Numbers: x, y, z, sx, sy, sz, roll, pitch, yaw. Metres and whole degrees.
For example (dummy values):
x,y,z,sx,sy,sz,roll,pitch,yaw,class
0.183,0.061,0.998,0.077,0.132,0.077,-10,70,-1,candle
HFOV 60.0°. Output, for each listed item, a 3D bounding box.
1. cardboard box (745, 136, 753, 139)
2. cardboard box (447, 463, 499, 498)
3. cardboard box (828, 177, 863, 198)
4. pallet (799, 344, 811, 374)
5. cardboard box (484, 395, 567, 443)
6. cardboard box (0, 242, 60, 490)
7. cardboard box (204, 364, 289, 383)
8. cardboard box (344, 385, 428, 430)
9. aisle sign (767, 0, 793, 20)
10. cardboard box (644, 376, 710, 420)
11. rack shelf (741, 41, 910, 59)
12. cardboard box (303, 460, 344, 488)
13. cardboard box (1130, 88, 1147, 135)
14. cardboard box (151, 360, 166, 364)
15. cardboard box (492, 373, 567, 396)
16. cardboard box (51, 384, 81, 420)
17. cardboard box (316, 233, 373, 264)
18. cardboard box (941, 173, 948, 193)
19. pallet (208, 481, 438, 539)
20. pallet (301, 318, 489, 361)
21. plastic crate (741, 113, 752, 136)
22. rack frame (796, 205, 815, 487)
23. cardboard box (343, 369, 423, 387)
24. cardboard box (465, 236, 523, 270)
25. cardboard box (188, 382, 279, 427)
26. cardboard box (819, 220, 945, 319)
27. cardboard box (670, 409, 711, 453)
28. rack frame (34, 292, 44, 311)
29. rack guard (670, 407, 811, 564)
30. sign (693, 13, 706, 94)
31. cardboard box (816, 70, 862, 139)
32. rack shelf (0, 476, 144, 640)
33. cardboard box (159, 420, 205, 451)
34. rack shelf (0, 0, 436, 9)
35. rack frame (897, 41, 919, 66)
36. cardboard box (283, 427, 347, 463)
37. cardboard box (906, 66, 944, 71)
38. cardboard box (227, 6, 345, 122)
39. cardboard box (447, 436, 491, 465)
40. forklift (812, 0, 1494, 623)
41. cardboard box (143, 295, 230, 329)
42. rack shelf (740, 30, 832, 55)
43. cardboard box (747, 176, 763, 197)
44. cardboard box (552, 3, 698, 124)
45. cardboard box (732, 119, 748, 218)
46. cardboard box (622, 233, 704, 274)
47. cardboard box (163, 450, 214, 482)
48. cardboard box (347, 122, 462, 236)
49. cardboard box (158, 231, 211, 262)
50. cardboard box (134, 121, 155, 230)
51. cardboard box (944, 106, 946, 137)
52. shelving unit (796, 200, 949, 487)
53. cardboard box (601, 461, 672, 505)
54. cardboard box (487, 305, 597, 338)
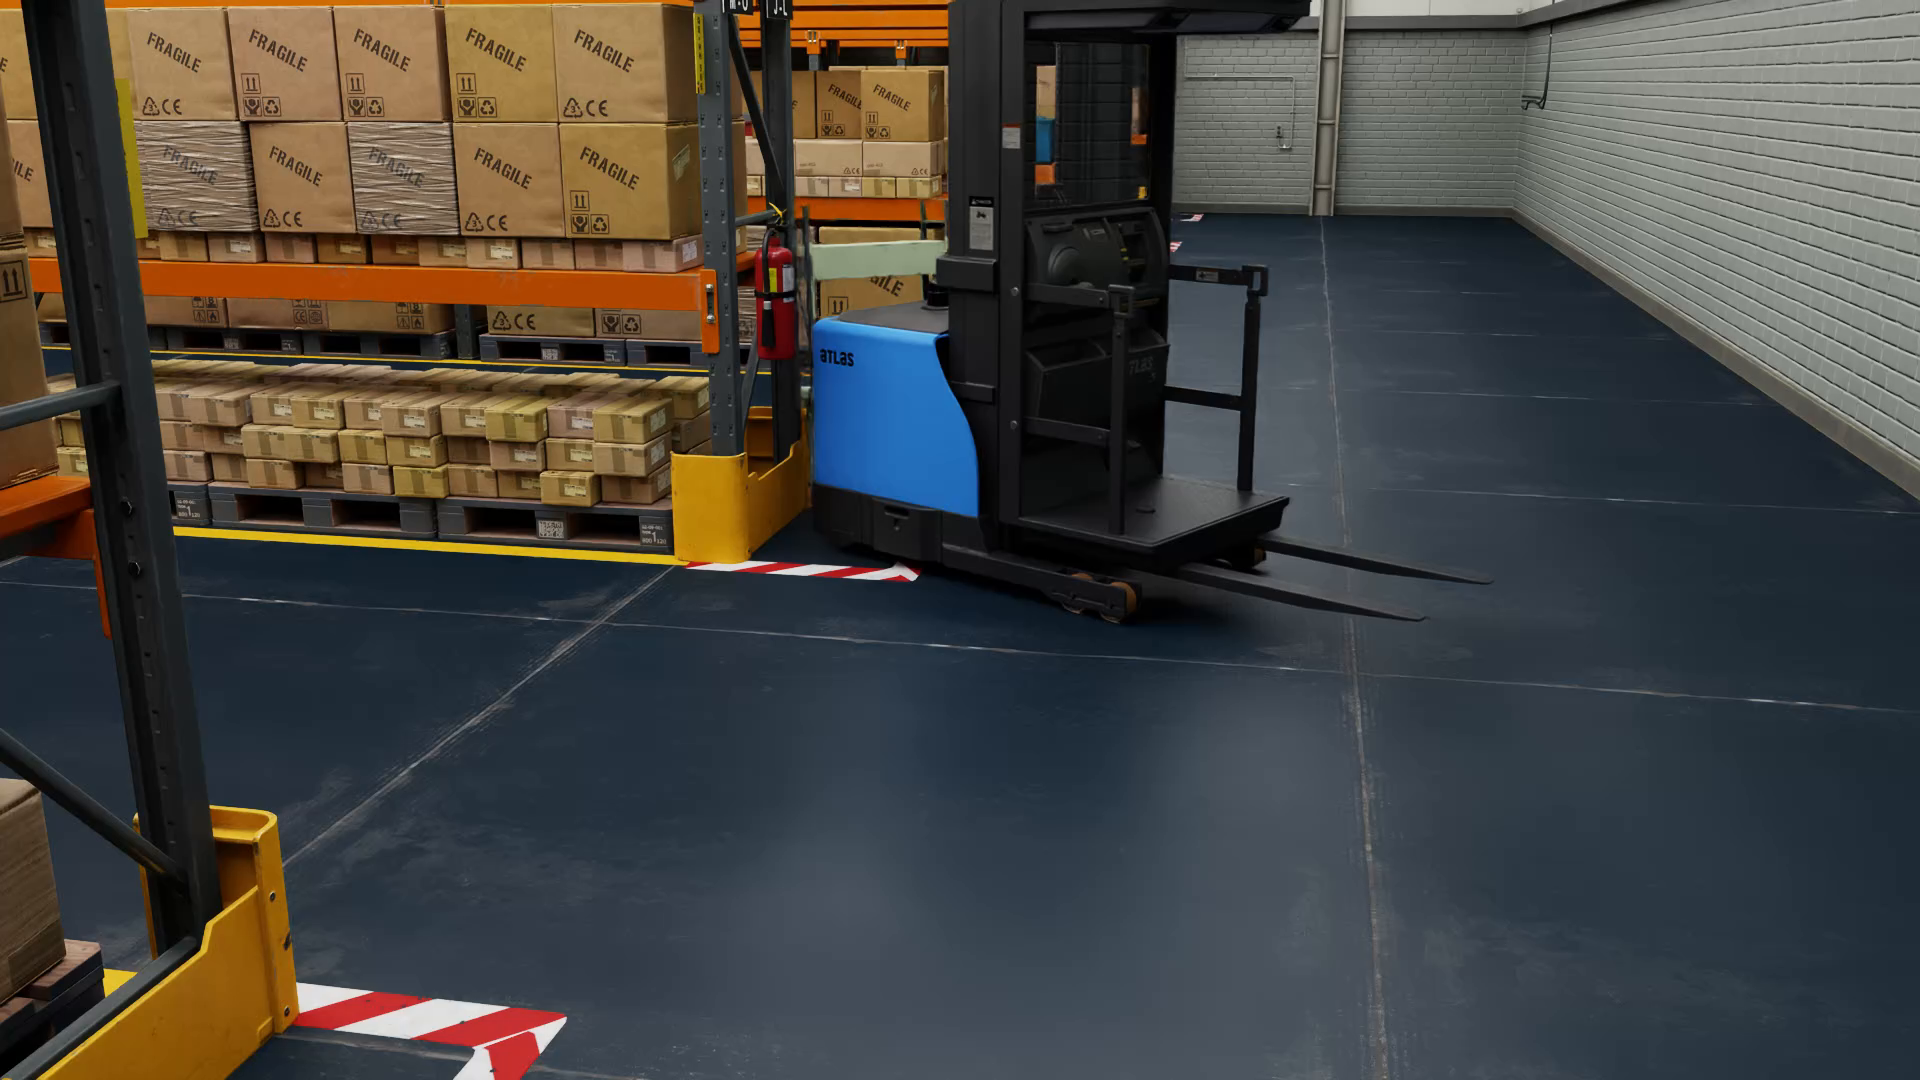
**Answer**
x,y,z,sx,sy,sz,roll,pitch,yaw,class
-1.816,-3.030,13.034,0.500,0.250,0.500,3,16,10,cardboard box
-2.288,-0.326,8.103,0.250,0.149,0.380,3,16,12,cardboard box
-0.801,-2.621,12.307,0.250,0.149,0.380,3,16,11,cardboard box
-0.683,-1.461,12.870,1.213,0.211,1.003,3,16,11,pallet
-2.055,-0.576,7.893,0.250,0.149,0.380,3,16,10,cardboard box
-2.272,-0.339,3.409,0.500,0.500,0.500,3,16,11,cardboard box
-3.749,-0.819,8.768,0.250,0.149,0.380,4,16,13,cardboard box
-2.806,-0.650,8.157,0.250,0.149,0.380,3,16,9,cardboard box
-0.840,-2.818,7.676,0.004,0.787,0.394,3,16,11,aisle sign
-1.417,-0.722,8.420,0.250,0.149,0.380,2,16,9,cardboard box
-2.803,-8.088,27.300,4.000,0.370,1.077,3,16,11,rack shelf
-3.047,-0.376,8.284,0.250,0.149,0.380,4,16,13,cardboard box
2.575,-6.839,26.500,0.700,0.700,0.980,4,16,14,cardboard box
-4.491,-0.868,8.944,0.250,0.149,0.380,4,16,13,cardboard box
-2.192,-0.744,8.498,0.250,0.149,0.380,2,16,8,cardboard box
-4.337,-0.716,8.396,0.250,0.149,0.380,4,16,14,cardboard box
-2.855,-1.414,7.949,0.250,0.149,0.380,3,16,12,cardboard box
-0.166,-2.767,12.832,0.250,0.149,0.380,3,16,12,cardboard box
-3.027,-0.269,8.566,1.213,0.211,1.003,3,16,11,pallet
-4.575,-1.673,13.636,1.213,0.211,1.003,3,16,11,pallet
-1.992,-4.238,17.439,0.583,0.464,0.402,3,16,11,plastic crate
-0.788,-0.917,8.367,0.023,1.500,0.400,-6,12,-20,rack frame
-2.976,-0.776,8.612,0.250,0.149,0.380,3,16,11,cardboard box
-2.087,-1.353,7.727,0.250,0.149,0.380,4,16,13,cardboard box
-3.586,-0.672,8.239,0.250,0.149,0.380,3,16,12,cardboard box
-0.527,-1.974,12.693,0.875,0.875,0.875,3,16,11,cardboard box
-1.434,-0.557,8.381,0.250,0.149,0.380,4,16,13,cardboard box
-4.891,-1.703,8.522,0.127,3.000,1.000,3,16,11,rack frame
-1.046,-0.290,8.102,0.348,0.500,1.175,3,16,11,rack guard
-1.102,-2.057,7.036,0.005,0.325,0.100,3,16,11,sign
-0.791,-3.338,12.742,0.500,0.500,0.500,3,16,10,cardboard box
-3.819,0.050,3.539,4.000,0.370,1.077,3,16,11,rack shelf
-3.824,-0.563,8.404,0.250,0.149,0.380,2,16,8,cardboard box
-5.764,-4.201,13.266,4.000,0.370,1.077,3,16,11,rack shelf
-0.843,-6.883,27.220,0.127,3.000,1.000,3,16,11,rack frame
-3.088,-0.493,8.149,0.250,0.149,0.380,3,16,12,cardboard box
-0.411,-5.963,21.840,0.500,0.500,0.500,3,16,9,cardboard box
-2.997,-2.203,7.707,0.500,0.500,0.500,3,16,9,cardboard box
-2.298,-0.484,8.117,0.250,0.149,0.380,3,16,10,cardboard box
0.751,-1.204,6.966,3.031,2.867,1.129,13,20,39,forklift
-6.180,-2.295,13.851,0.875,0.875,1.225,3,16,11,cardboard box
-3.786,-6.792,22.621,4.000,0.370,1.077,3,16,11,rack shelf
-1.554,-2.662,12.453,0.250,0.149,0.380,3,16,11,cardboard box
-1.470,-2.123,7.420,0.500,0.500,0.500,3,16,10,cardboard box
-1.357,-1.778,8.048,0.500,0.500,0.500,4,16,14,cardboard box
-1.348,-1.313,7.583,0.250,0.149,0.380,3,16,11,cardboard box
-3.825,-0.414,8.422,0.250,0.149,0.380,3,16,10,cardboard box
-2.466,-1.692,7.736,0.500,0.500,0.500,3,16,11,cardboard box
-3.640,-1.440,8.043,0.250,0.149,0.380,3,16,12,cardboard box
-3.970,-1.778,8.047,0.500,0.500,0.500,3,16,11,cardboard box
-0.389,-5.483,21.979,0.500,0.500,0.500,3,16,11,cardboard box
-0.446,-0.955,8.491,0.755,1.500,0.431,-6,12,-20,shelving unit
-1.529,-0.292,7.982,0.250,0.149,0.380,3,16,12,cardboard box
-3.173,-2.118,13.212,0.875,0.875,0.875,3,16,11,cardboard box
